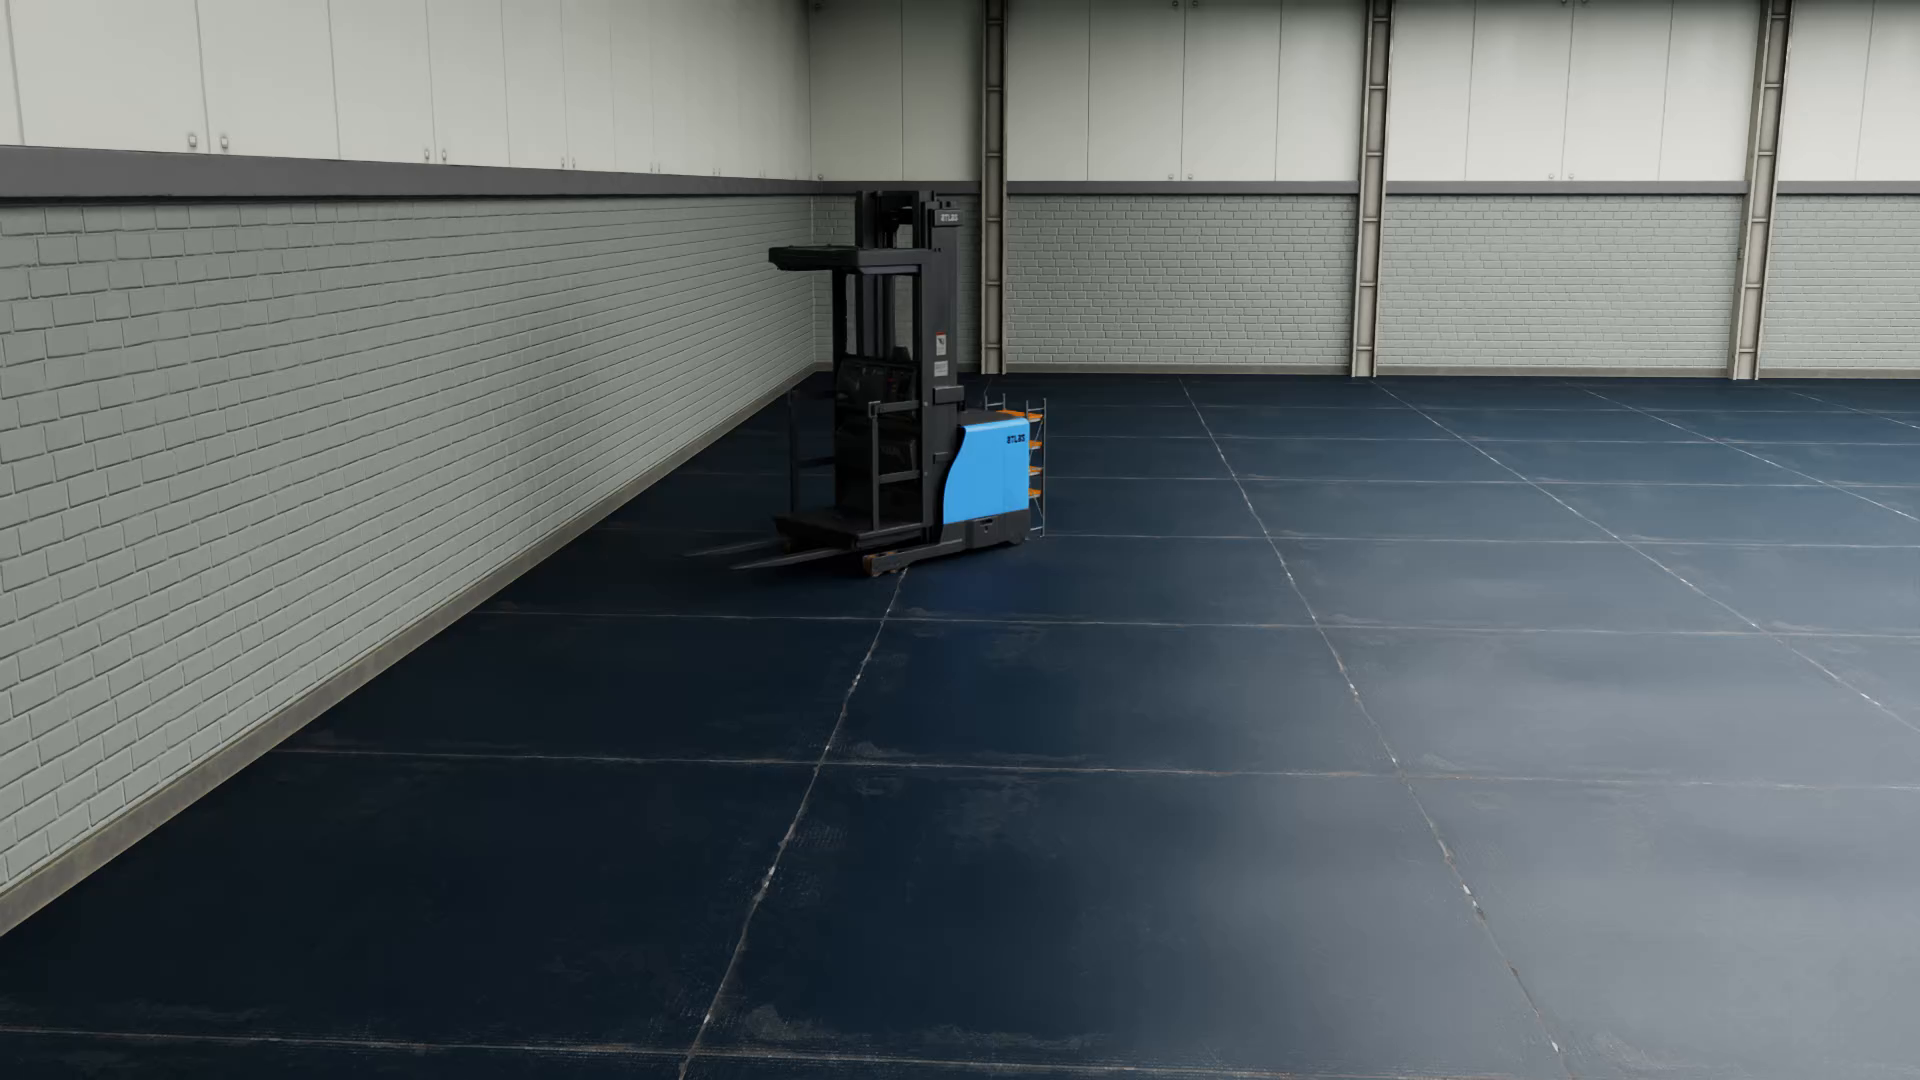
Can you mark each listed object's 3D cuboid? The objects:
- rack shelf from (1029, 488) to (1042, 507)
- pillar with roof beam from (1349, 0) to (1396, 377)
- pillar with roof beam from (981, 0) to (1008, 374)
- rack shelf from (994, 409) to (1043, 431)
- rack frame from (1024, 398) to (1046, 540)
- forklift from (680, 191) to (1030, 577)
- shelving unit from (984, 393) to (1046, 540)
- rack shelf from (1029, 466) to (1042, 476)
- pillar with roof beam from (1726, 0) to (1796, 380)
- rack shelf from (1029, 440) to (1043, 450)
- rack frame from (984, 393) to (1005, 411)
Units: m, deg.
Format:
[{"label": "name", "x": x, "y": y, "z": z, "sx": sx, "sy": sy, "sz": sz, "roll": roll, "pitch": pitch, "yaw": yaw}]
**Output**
[{"label": "rack shelf", "x": 0.471, "y": -0.379, "z": 14.448, "sx": 0.258, "sy": 0.148, "sz": 0.480, "roll": -11, "pitch": 16, "yaw": -43}, {"label": "pillar with roof beam", "x": 6.252, "y": -6.196, "z": 21.908, "sx": 0.400, "sy": 9.000, "sz": 9.100, "roll": 1, "pitch": 12, "yaw": 4}, {"label": "pillar with roof beam", "x": 0.266, "y": -6.278, "z": 22.301, "sx": 0.400, "sy": 9.000, "sz": 9.100, "roll": 1, "pitch": 12, "yaw": 4}, {"label": "rack shelf", "x": 0.471, "y": -1.024, "z": 14.314, "sx": 0.258, "sy": 0.148, "sz": 0.480, "roll": -11, "pitch": 16, "yaw": -43}, {"label": "rack frame", "x": 0.641, "y": -0.604, "z": 14.222, "sx": 0.240, "sy": 1.200, "sz": 0.015, "roll": -11, "pitch": 16, "yaw": -43}, {"label": "forklift", "x": -0.814, "y": -1.269, "z": 13.177, "sx": 3.031, "sy": 2.935, "sz": 1.130, "roll": -11, "pitch": 16, "yaw": -43}, {"label": "shelving unit", "x": 0.471, "y": -0.639, "z": 14.394, "sx": 0.258, "sy": 1.200, "sz": 0.503, "roll": -11, "pitch": 16, "yaw": -43}, {"label": "rack shelf", "x": 0.471, "y": -0.574, "z": 14.408, "sx": 0.258, "sy": 0.148, "sz": 0.480, "roll": -11, "pitch": 16, "yaw": -43}, {"label": "pillar with roof beam", "x": 12.239, "y": -6.113, "z": 21.516, "sx": 0.400, "sy": 9.000, "sz": 9.100, "roll": 1, "pitch": 12, "yaw": 4}, {"label": "rack shelf", "x": 0.471, "y": -0.793, "z": 14.362, "sx": 0.258, "sy": 0.148, "sz": 0.480, "roll": -11, "pitch": 16, "yaw": -43}, {"label": "rack frame", "x": 0.302, "y": -0.675, "z": 14.566, "sx": 0.240, "sy": 1.200, "sz": 0.015, "roll": -11, "pitch": 16, "yaw": -43}]
